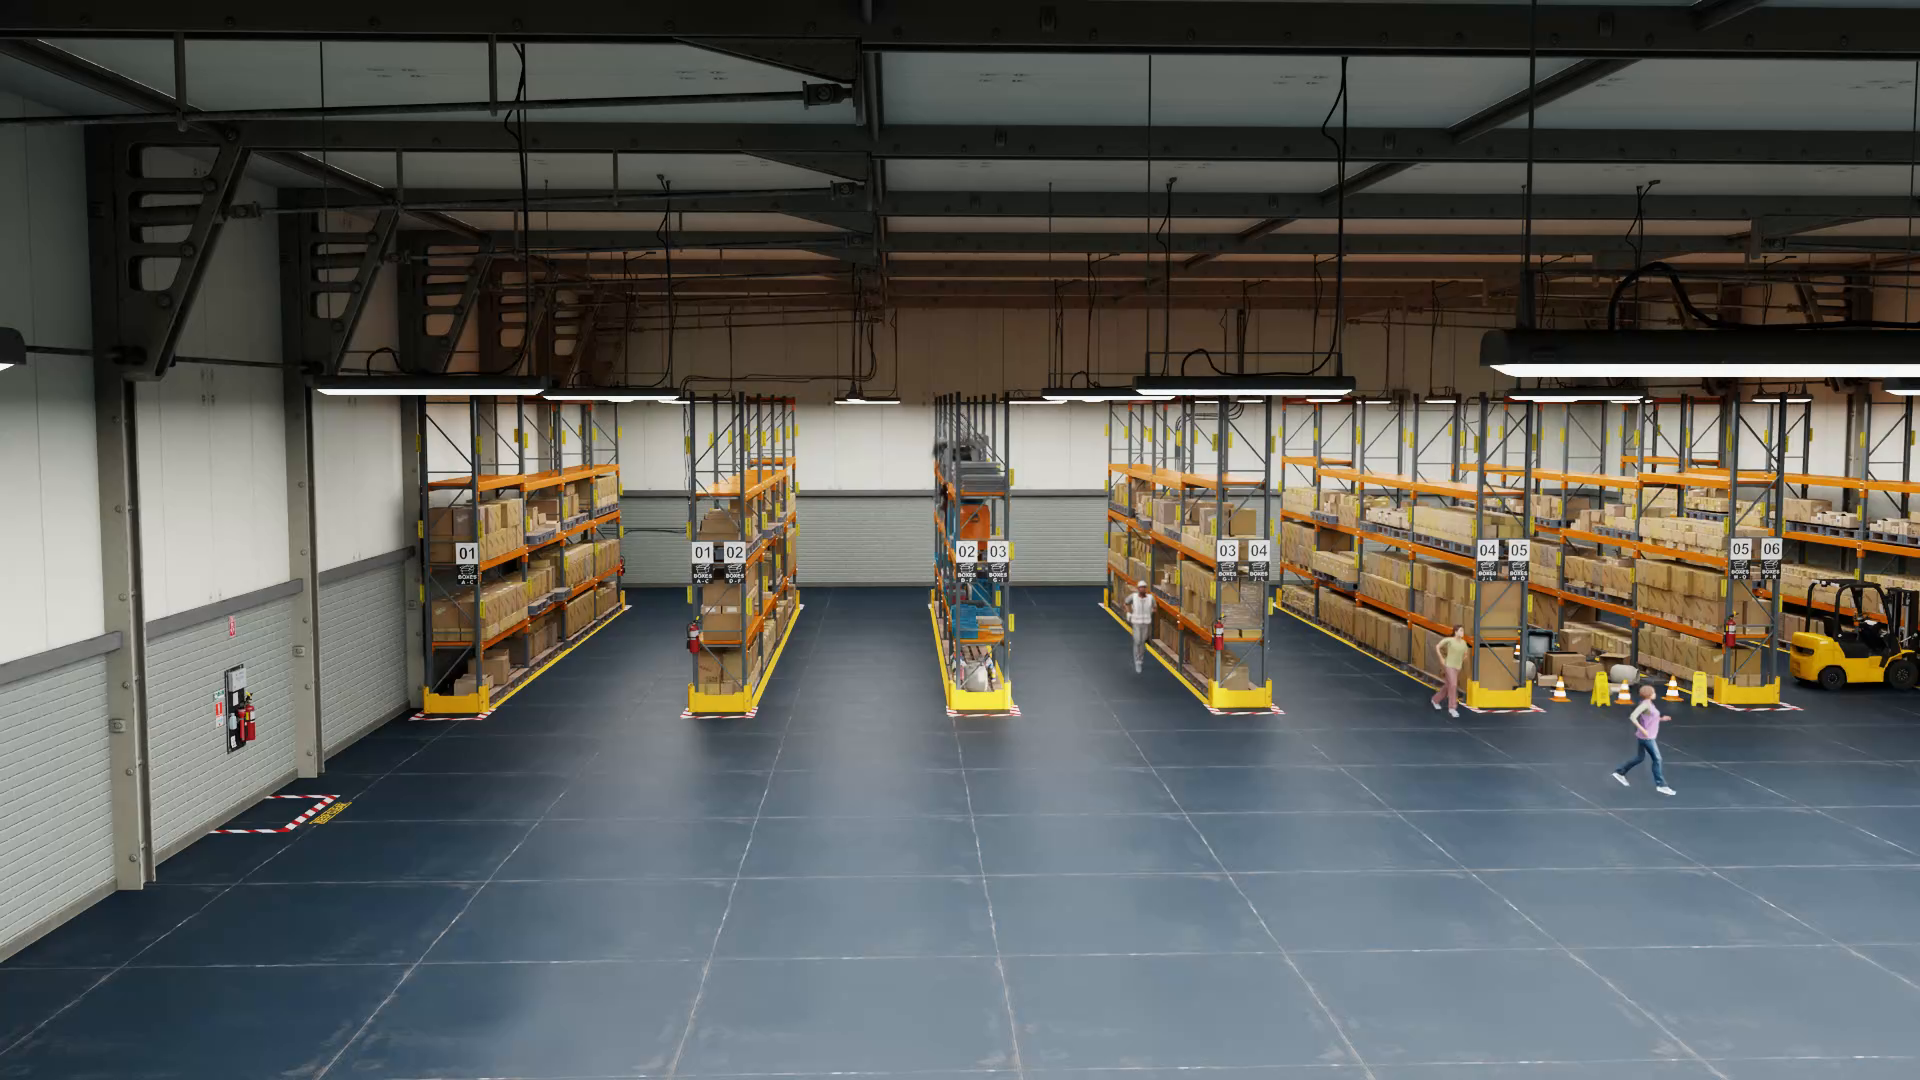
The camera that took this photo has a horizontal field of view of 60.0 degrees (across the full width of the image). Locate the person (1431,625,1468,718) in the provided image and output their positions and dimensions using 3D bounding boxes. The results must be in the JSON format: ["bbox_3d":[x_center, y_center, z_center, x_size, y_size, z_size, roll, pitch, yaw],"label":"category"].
[{"bbox_3d":[9.233,2.411,31.096,0.591,1.679,0.890,-2,5,-25],"label":"person"}]

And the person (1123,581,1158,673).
[{"bbox_3d":[3.780,1.788,34.584,0.659,1.891,0.769,-1,5,-9],"label":"person"}]

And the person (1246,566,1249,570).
[{"bbox_3d":[8.047,1.234,45.542,0.588,1.736,0.920,0,5,2],"label":"person"}]

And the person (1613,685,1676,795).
[{"bbox_3d":[10.140,2.940,24.589,0.878,1.582,0.531,2,5,23],"label":"person"}]
